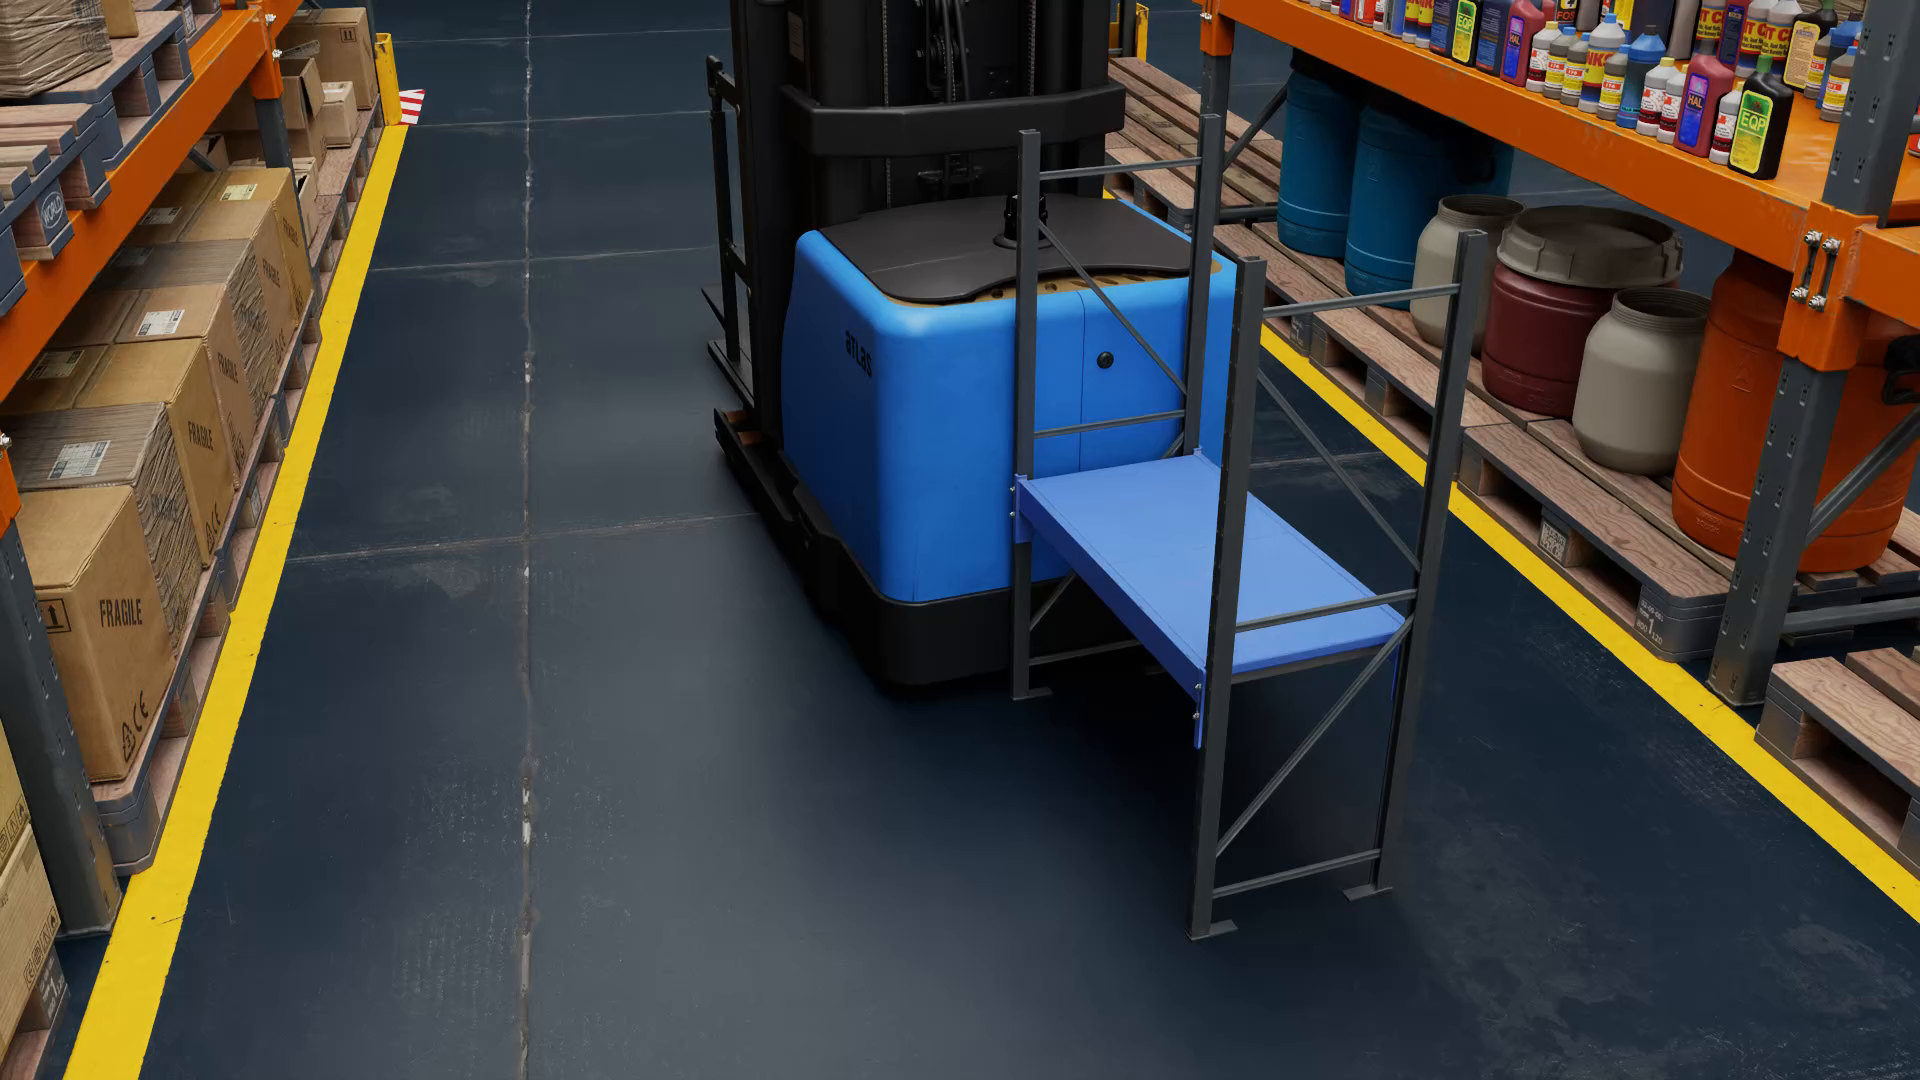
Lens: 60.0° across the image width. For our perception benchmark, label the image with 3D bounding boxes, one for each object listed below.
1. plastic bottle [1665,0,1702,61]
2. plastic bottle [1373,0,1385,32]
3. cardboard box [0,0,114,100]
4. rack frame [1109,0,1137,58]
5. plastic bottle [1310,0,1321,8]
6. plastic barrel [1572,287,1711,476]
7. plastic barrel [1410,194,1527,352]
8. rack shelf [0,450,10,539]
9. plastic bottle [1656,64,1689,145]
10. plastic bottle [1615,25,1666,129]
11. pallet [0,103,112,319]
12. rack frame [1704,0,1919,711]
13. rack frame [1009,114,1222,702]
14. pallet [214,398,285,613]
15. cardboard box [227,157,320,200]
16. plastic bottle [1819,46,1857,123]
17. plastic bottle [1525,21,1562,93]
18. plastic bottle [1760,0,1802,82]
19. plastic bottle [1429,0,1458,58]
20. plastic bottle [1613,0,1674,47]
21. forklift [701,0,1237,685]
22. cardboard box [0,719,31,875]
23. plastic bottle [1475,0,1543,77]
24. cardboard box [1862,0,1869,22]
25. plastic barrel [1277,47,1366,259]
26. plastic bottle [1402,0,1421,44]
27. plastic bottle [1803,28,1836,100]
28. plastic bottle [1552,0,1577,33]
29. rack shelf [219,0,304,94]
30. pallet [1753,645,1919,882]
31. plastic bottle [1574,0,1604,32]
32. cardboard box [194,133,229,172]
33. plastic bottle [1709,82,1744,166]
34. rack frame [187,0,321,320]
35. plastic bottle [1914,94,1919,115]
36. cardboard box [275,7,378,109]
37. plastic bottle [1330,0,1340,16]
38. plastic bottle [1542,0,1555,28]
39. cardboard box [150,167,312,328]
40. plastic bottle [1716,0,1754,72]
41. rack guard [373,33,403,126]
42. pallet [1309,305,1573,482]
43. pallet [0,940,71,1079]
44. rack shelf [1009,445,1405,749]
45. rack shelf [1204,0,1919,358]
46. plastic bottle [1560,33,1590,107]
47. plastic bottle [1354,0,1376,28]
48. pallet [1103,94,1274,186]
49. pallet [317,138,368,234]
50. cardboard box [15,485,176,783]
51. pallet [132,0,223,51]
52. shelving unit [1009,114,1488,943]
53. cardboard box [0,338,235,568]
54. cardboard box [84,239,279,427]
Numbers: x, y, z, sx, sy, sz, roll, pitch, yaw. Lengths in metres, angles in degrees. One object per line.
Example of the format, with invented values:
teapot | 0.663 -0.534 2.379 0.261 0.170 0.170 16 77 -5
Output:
plastic bottle | 2.408 -1.746 5.518 0.152 0.276 0.135 -6 27 -12
plastic bottle | 1.543 -1.935 5.975 0.097 0.201 0.097 0 27 0
cardboard box | -2.595 -1.386 4.091 0.700 0.500 0.500 -1 27 -2
rack frame | 0.701 -4.482 10.800 1.000 3.000 0.127 -6 27 -12
plastic bottle | 1.417 -2.212 6.446 0.097 0.271 0.097 0 27 0
plastic barrel | 2.162 -0.498 5.203 0.421 0.512 0.421 0 27 0
plastic barrel | 1.908 -0.994 6.186 0.421 0.512 0.421 0 27 0
rack shelf | -1.873 0.731 1.271 1.077 0.370 4.000 -6 27 -12
plastic bottle | 1.936 -1.169 4.458 0.097 0.201 0.097 0 27 0
plastic bottle | 1.893 -1.286 4.611 0.097 0.271 0.097 0 27 0
pallet | -2.544 -0.673 3.468 1.213 0.211 1.003 -6 27 -12
rack frame | 2.503 -0.970 3.842 1.000 3.000 0.127 -6 27 -12
rack frame | 0.371 -0.286 4.151 0.500 1.500 0.032 -9 28 -18
pallet | -2.726 -0.090 5.193 1.003 0.211 1.213 -6 27 -12
cardboard box | -3.313 -1.741 8.026 0.380 0.166 0.250 -6 27 -12
plastic bottle | 2.499 -1.286 4.689 0.097 0.201 0.097 0 27 0
plastic bottle | 1.783 -1.468 5.050 0.097 0.201 0.097 0 27 0
plastic bottle | 2.535 -1.552 5.138 0.097 0.271 0.097 0 27 0
plastic bottle | 1.672 -1.797 5.537 0.144 0.351 0.185 -6 27 -12
plastic bottle | 2.258 -1.775 5.493 0.144 0.351 0.185 -6 27 -12
forklift | -0.217 -1.573 5.113 1.130 2.935 3.031 -9 28 -18
cardboard box | -1.965 0.526 2.841 0.500 0.311 0.500 -5 27 -10
plastic bottle | 1.744 -1.658 5.260 0.144 0.351 0.185 -6 27 -12
cardboard box | 6.154 -3.161 10.075 0.875 0.875 0.875 -6 27 -12
plastic barrel | 1.708 -1.736 7.223 0.600 0.901 0.708 -6 27 -12
plastic bottle | 1.596 -1.864 5.758 0.097 0.271 0.097 0 27 0
plastic bottle | 2.587 -1.419 4.953 0.097 0.201 0.097 0 27 0
plastic bottle | 2.167 -1.965 5.956 0.097 0.271 0.097 0 27 0
rack shelf | -3.676 -2.781 8.230 1.077 0.370 4.000 -6 27 -12
pallet | 2.640 0.619 3.789 1.003 0.211 1.213 -6 27 -12
plastic bottle | 2.284 -1.987 5.996 0.152 0.276 0.135 -6 27 -12
cardboard box | -3.799 -1.771 7.926 0.500 0.311 0.500 -6 27 -12
plastic bottle | 1.988 -1.068 4.257 0.097 0.201 0.097 0 27 0
rack frame | -3.225 -2.224 6.328 1.000 3.000 0.127 -6 27 -12
plastic bottle | 2.691 -1.289 4.605 0.061 0.283 0.133 -6 27 -12
cardboard box | -3.764 -2.847 9.848 0.500 0.500 0.500 -6 27 -12
plastic bottle | 1.461 -2.095 6.293 0.097 0.201 0.097 0 27 0
plastic bottle | 1.838 -1.649 5.318 0.061 0.283 0.133 -6 27 -12
cardboard box | -2.834 -1.117 6.421 0.500 0.500 0.500 -6 27 -12
plastic bottle | 2.505 -1.652 5.324 0.061 0.283 0.133 -6 27 -12
rack guard | -4.109 -2.831 10.304 1.175 0.500 0.348 -6 27 -12
pallet | 2.014 -0.601 6.207 1.003 0.211 1.213 -6 27 -12
pallet | -2.176 1.142 2.753 1.003 0.211 1.213 -6 27 -12
rack shelf | 0.547 0.090 3.807 0.538 0.185 1.000 -9 28 -18
rack shelf | 2.053 -1.527 5.744 1.077 0.370 4.000 -6 27 -12
plastic bottle | 1.827 -1.383 4.881 0.097 0.201 0.097 0 27 0
plastic bottle | 1.544 -2.022 6.065 0.152 0.276 0.135 -6 27 -12
pallet | 1.120 -2.336 9.645 1.003 0.211 1.213 -6 27 -12
pallet | -3.657 -1.818 8.617 1.003 0.211 1.213 -6 27 -12
cardboard box | -2.147 0.222 3.766 0.500 0.500 0.500 -5 27 -9
pallet | -3.151 -1.777 5.654 1.003 0.211 1.213 -6 27 -12
shelving unit | 0.547 -0.071 3.726 0.538 1.500 1.048 -9 28 -18
cardboard box | -2.379 -0.228 4.658 0.500 0.500 0.500 -6 27 -12
cardboard box | -2.619 -0.679 5.553 0.500 0.500 0.500 -6 27 -11
